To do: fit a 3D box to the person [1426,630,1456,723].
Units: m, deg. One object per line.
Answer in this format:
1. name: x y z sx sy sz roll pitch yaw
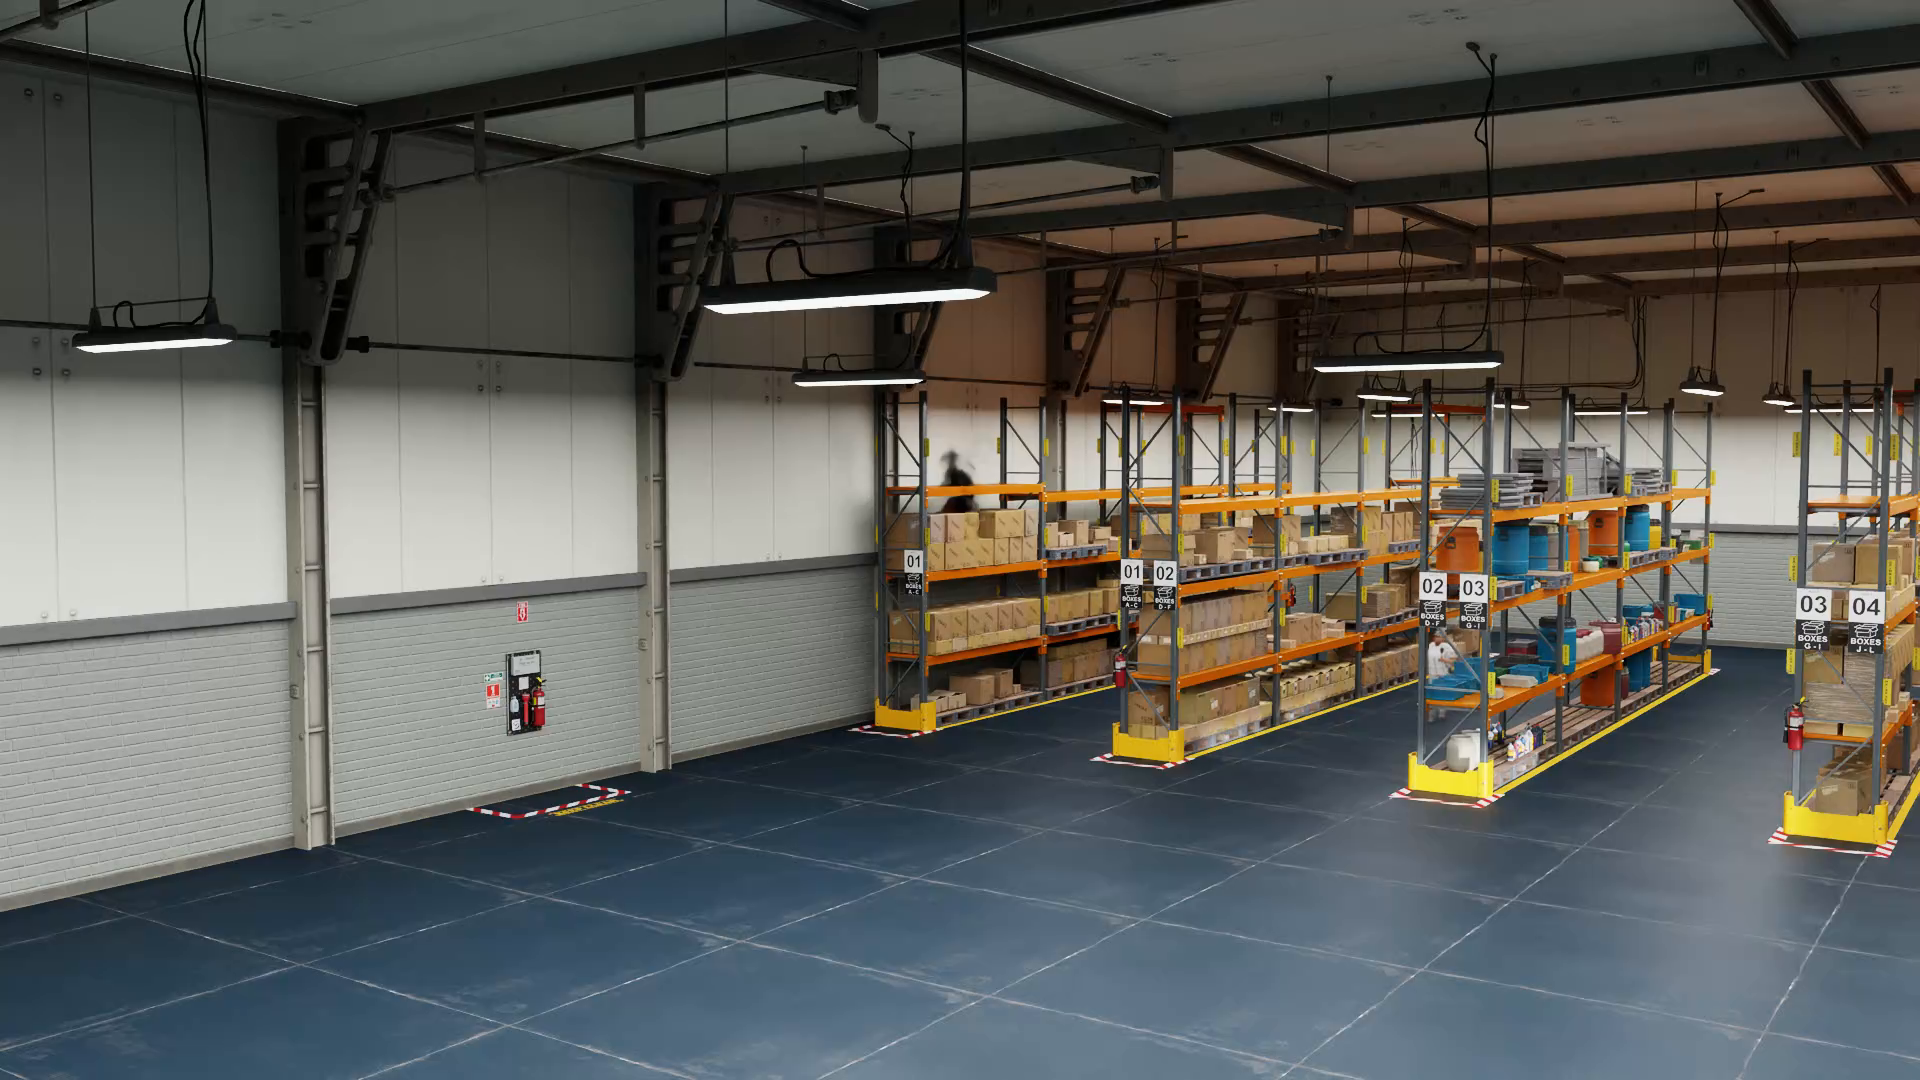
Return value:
1. person: 8.788 2.508 30.422 0.574 1.728 0.754 2 4 29
